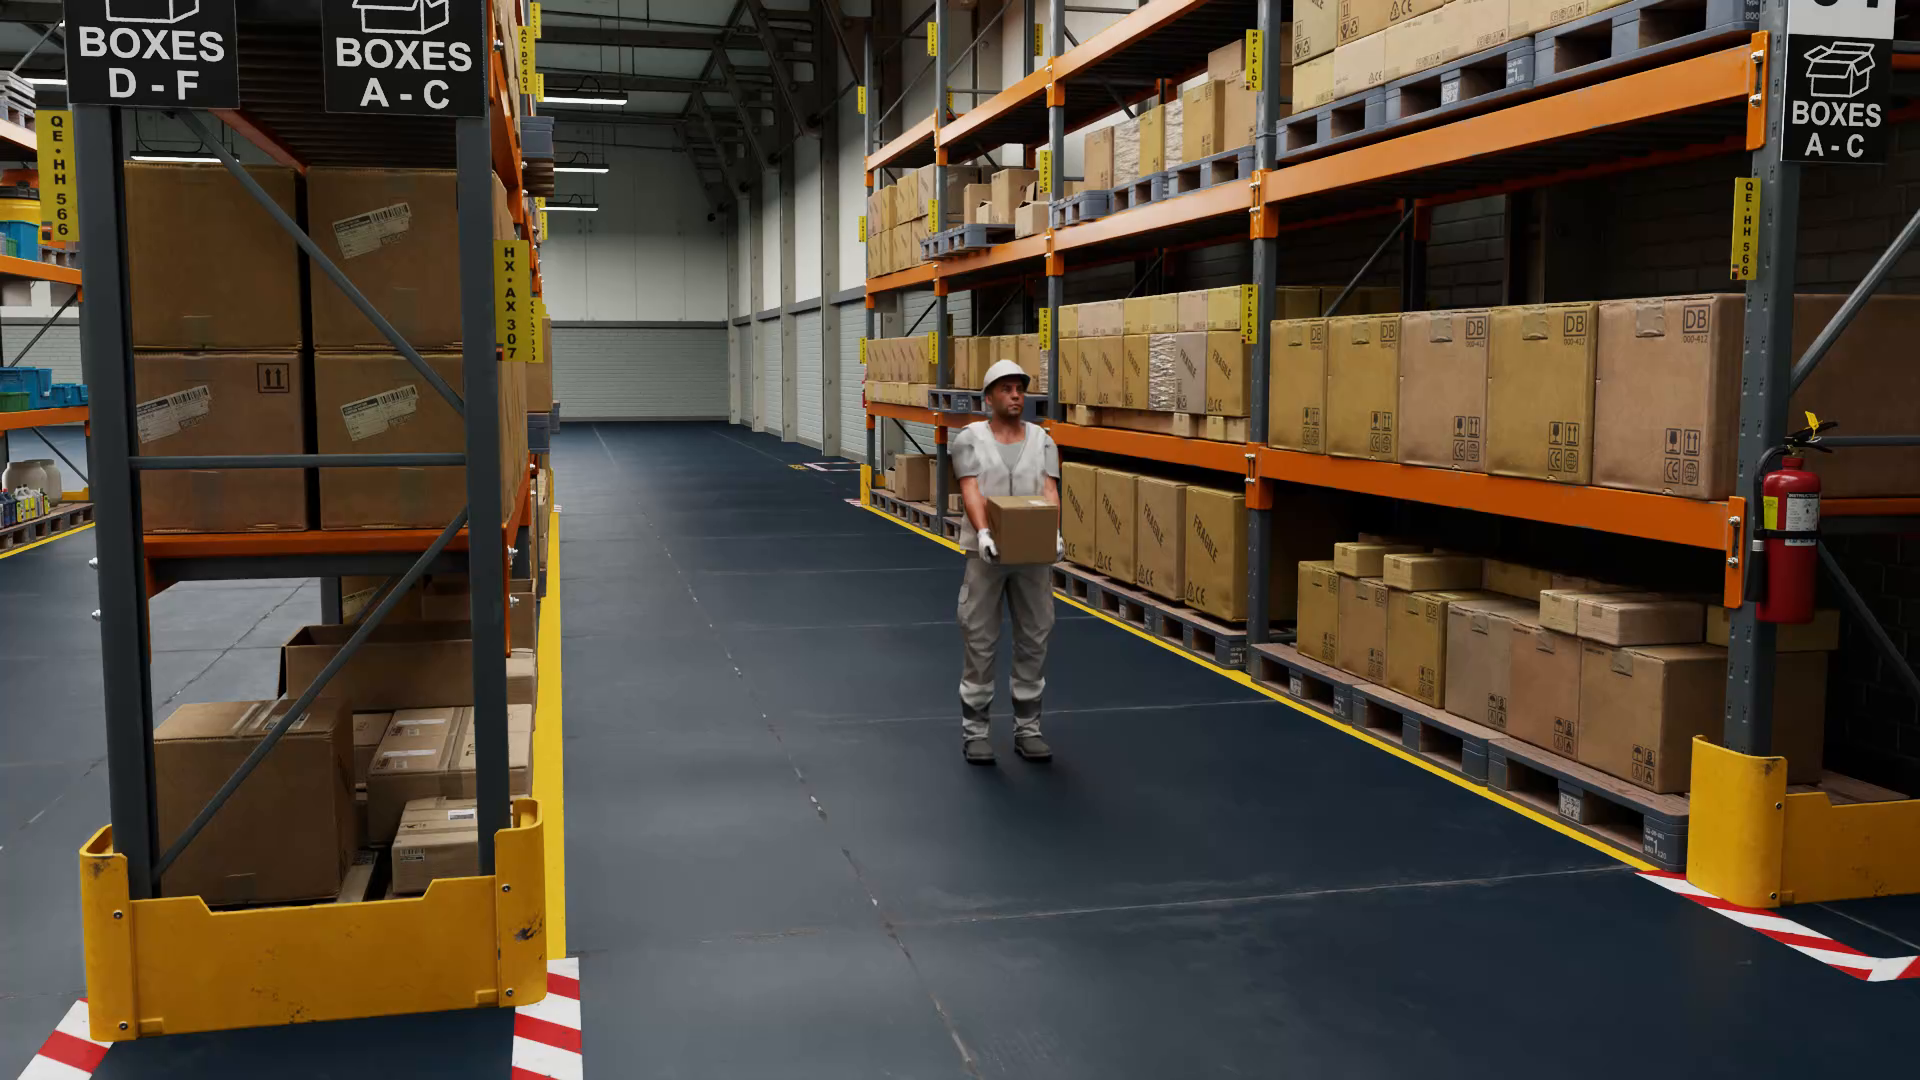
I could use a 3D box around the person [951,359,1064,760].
[{"bbox_3d":[0.234,0.098,7.367,0.500,1.786,0.560,-1,6,-14],"label":"person"}]
